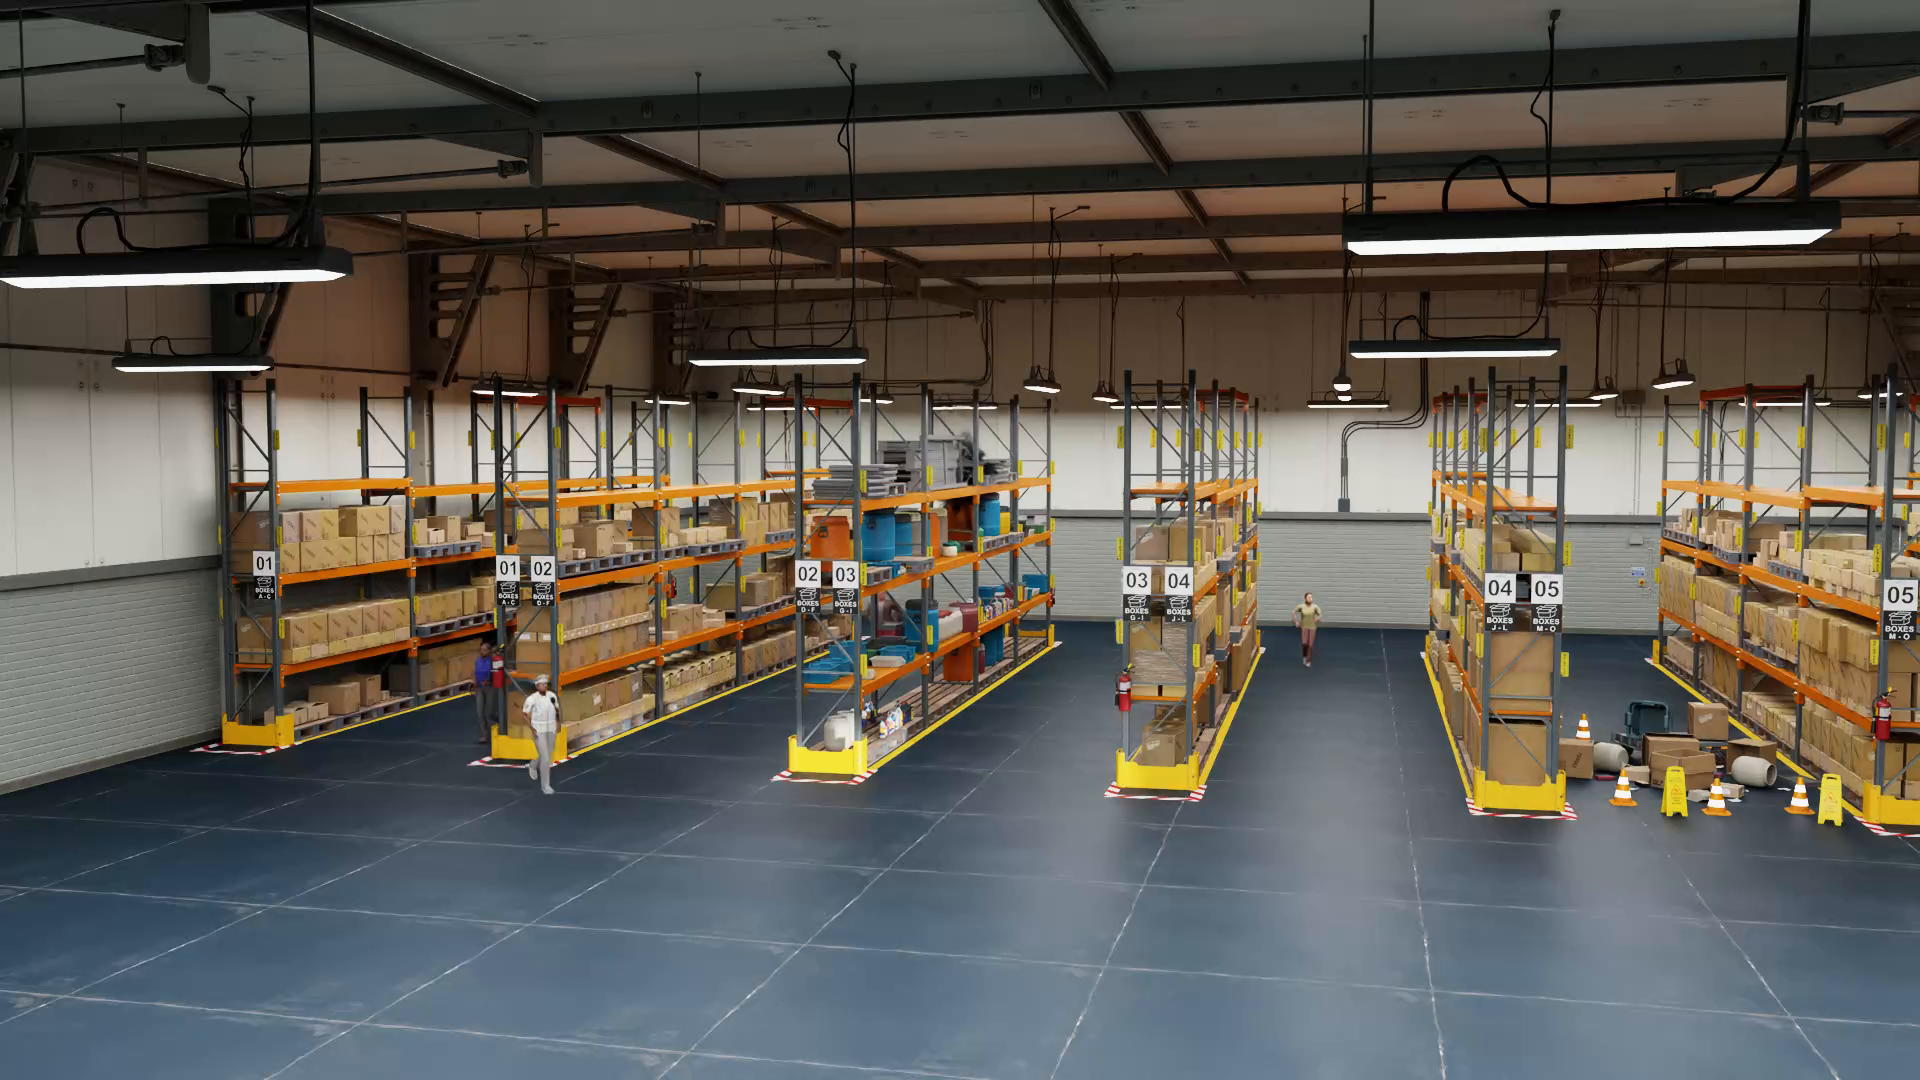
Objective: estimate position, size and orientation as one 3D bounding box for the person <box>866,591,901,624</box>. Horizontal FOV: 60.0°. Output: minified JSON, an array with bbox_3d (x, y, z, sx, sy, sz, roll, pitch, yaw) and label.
[{"bbox_3d":[-1.558,1.872,33.046,0.654,1.883,0.834,1,4,13],"label":"person"}]

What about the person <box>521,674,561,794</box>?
[{"bbox_3d":[-5.998,2.746,23.777,0.578,1.714,0.737,-3,5,-42],"label":"person"}]

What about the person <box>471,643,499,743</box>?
[{"bbox_3d":[-7.868,2.526,27.695,0.576,1.620,0.715,1,4,13],"label":"person"}]

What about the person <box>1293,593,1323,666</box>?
[{"bbox_3d":[7.688,1.977,36.718,0.630,1.637,0.650,0,3,4],"label":"person"}]
